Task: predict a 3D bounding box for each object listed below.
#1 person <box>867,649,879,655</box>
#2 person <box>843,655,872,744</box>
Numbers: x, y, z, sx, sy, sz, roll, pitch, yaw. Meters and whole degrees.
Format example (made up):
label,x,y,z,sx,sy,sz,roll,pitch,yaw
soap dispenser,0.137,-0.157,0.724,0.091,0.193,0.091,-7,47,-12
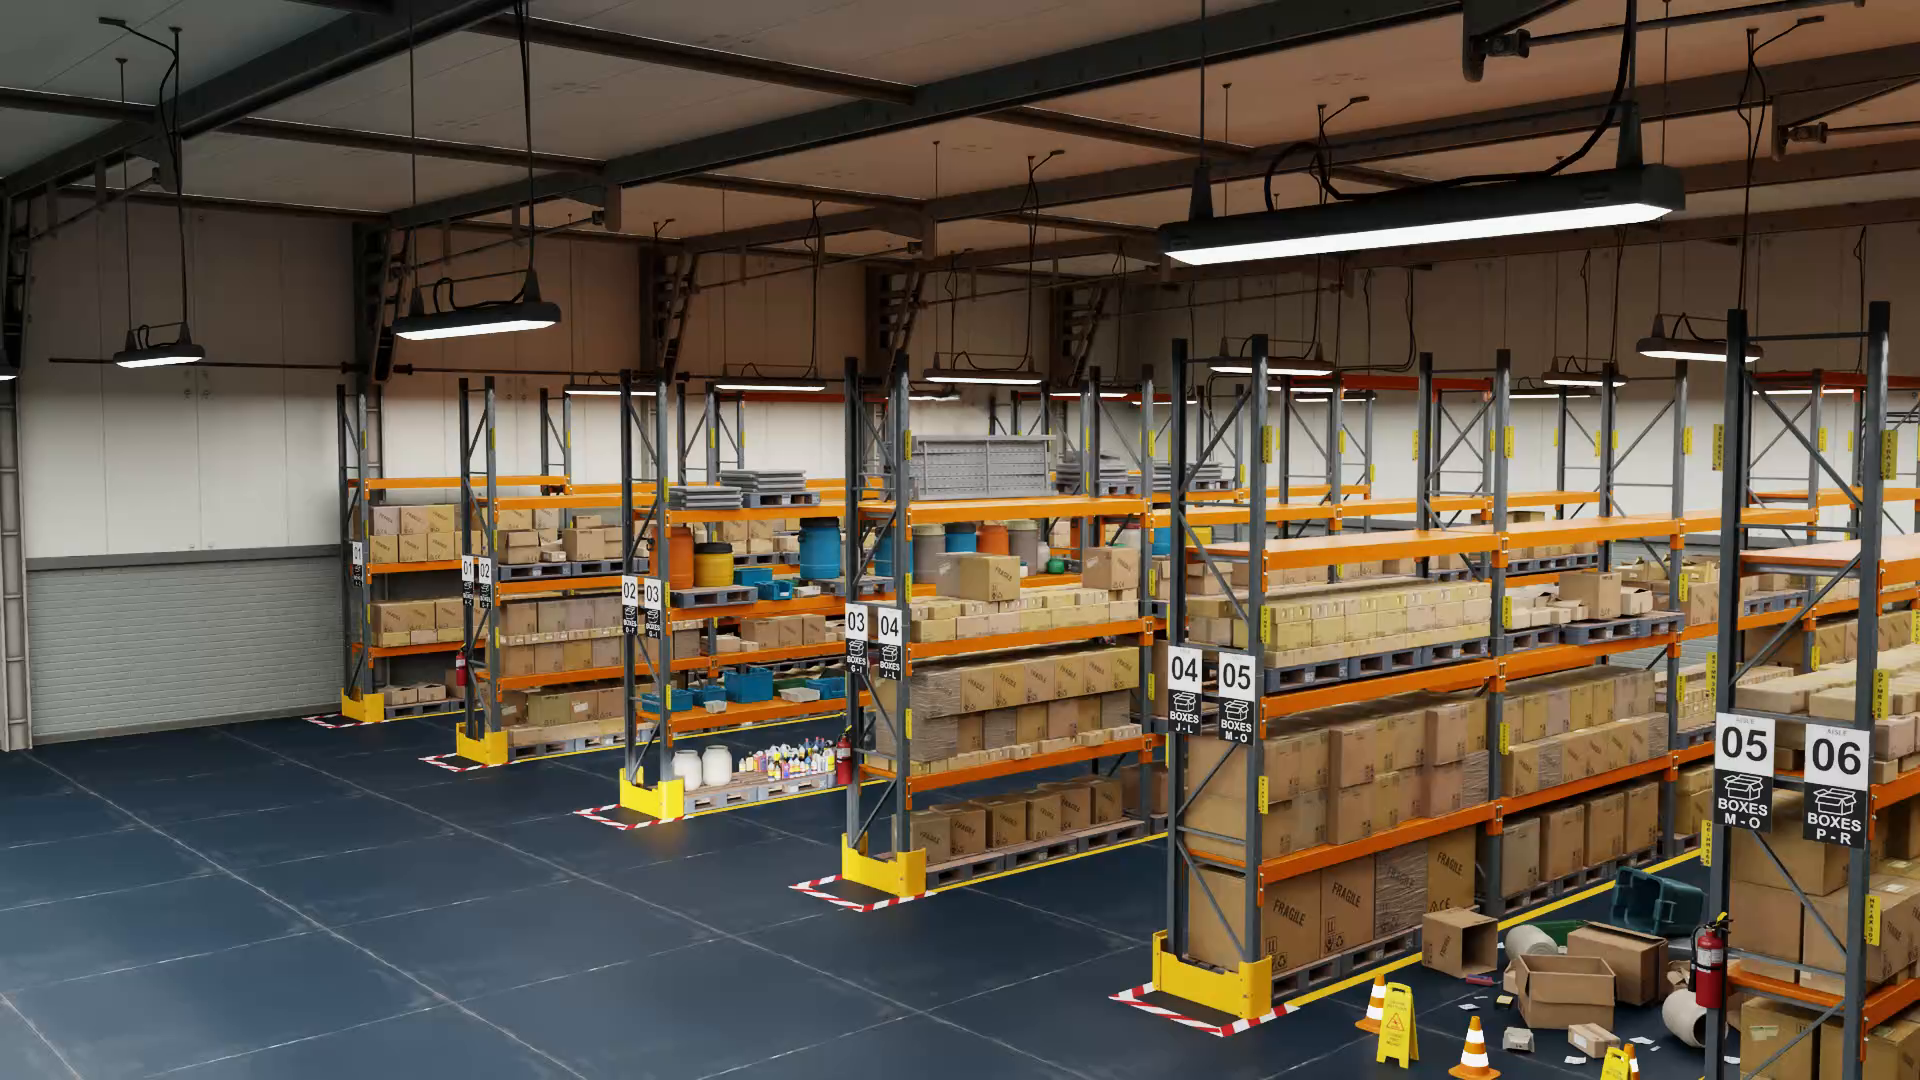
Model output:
label,x,y,z,sx,sy,sz,roll,pitch,yaw
person,-1.636,2.127,33.642,0.825,1.736,0.600,-3,5,-36
person,-1.656,2.494,27.263,0.634,1.739,0.570,4,5,44
